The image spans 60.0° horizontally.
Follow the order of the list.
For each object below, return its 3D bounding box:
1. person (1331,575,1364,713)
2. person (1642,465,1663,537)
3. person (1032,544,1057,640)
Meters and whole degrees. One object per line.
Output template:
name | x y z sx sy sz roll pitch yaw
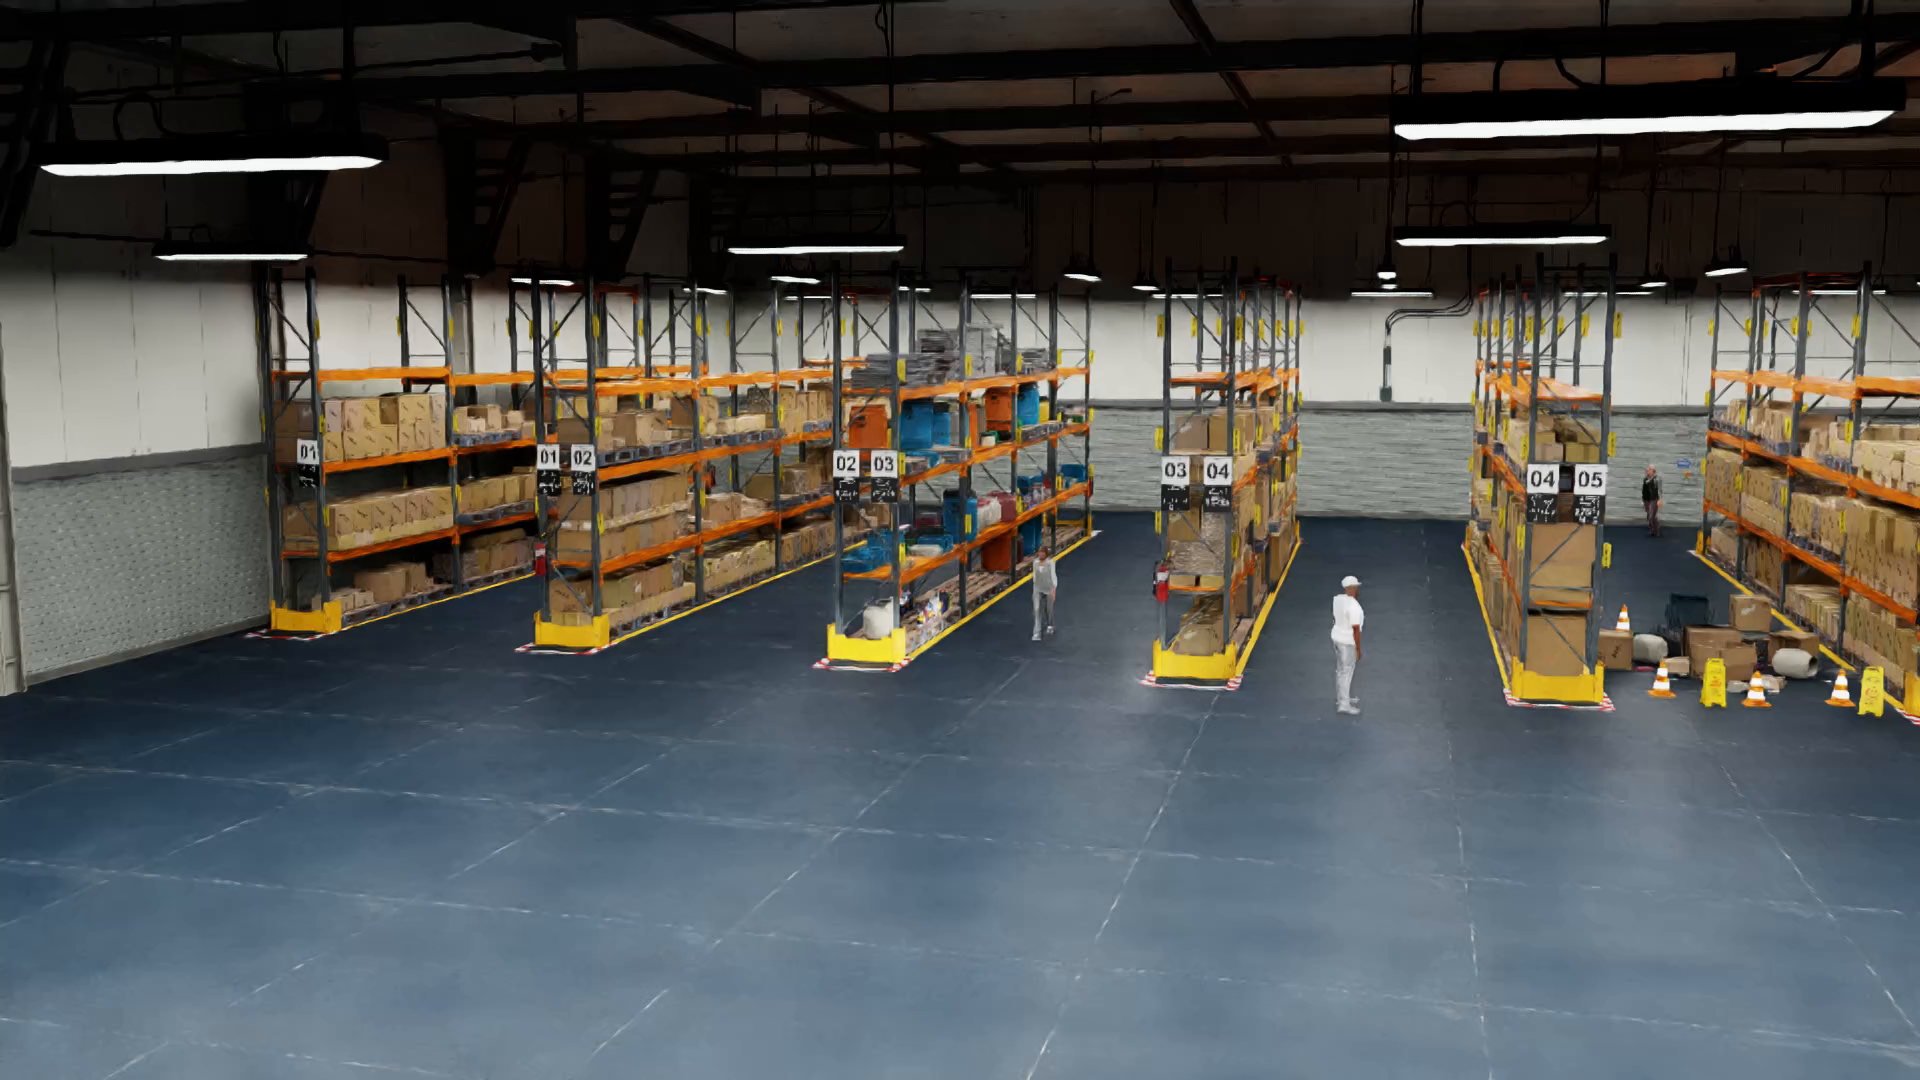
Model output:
person | 5.138 1.343 21.877 0.463 1.764 0.649 -2 7 -15
person | 16.697 -0.941 40.100 0.386 1.709 0.637 -2 8 -17
person | 1.377 0.823 26.978 0.432 1.524 0.948 2 7 13
